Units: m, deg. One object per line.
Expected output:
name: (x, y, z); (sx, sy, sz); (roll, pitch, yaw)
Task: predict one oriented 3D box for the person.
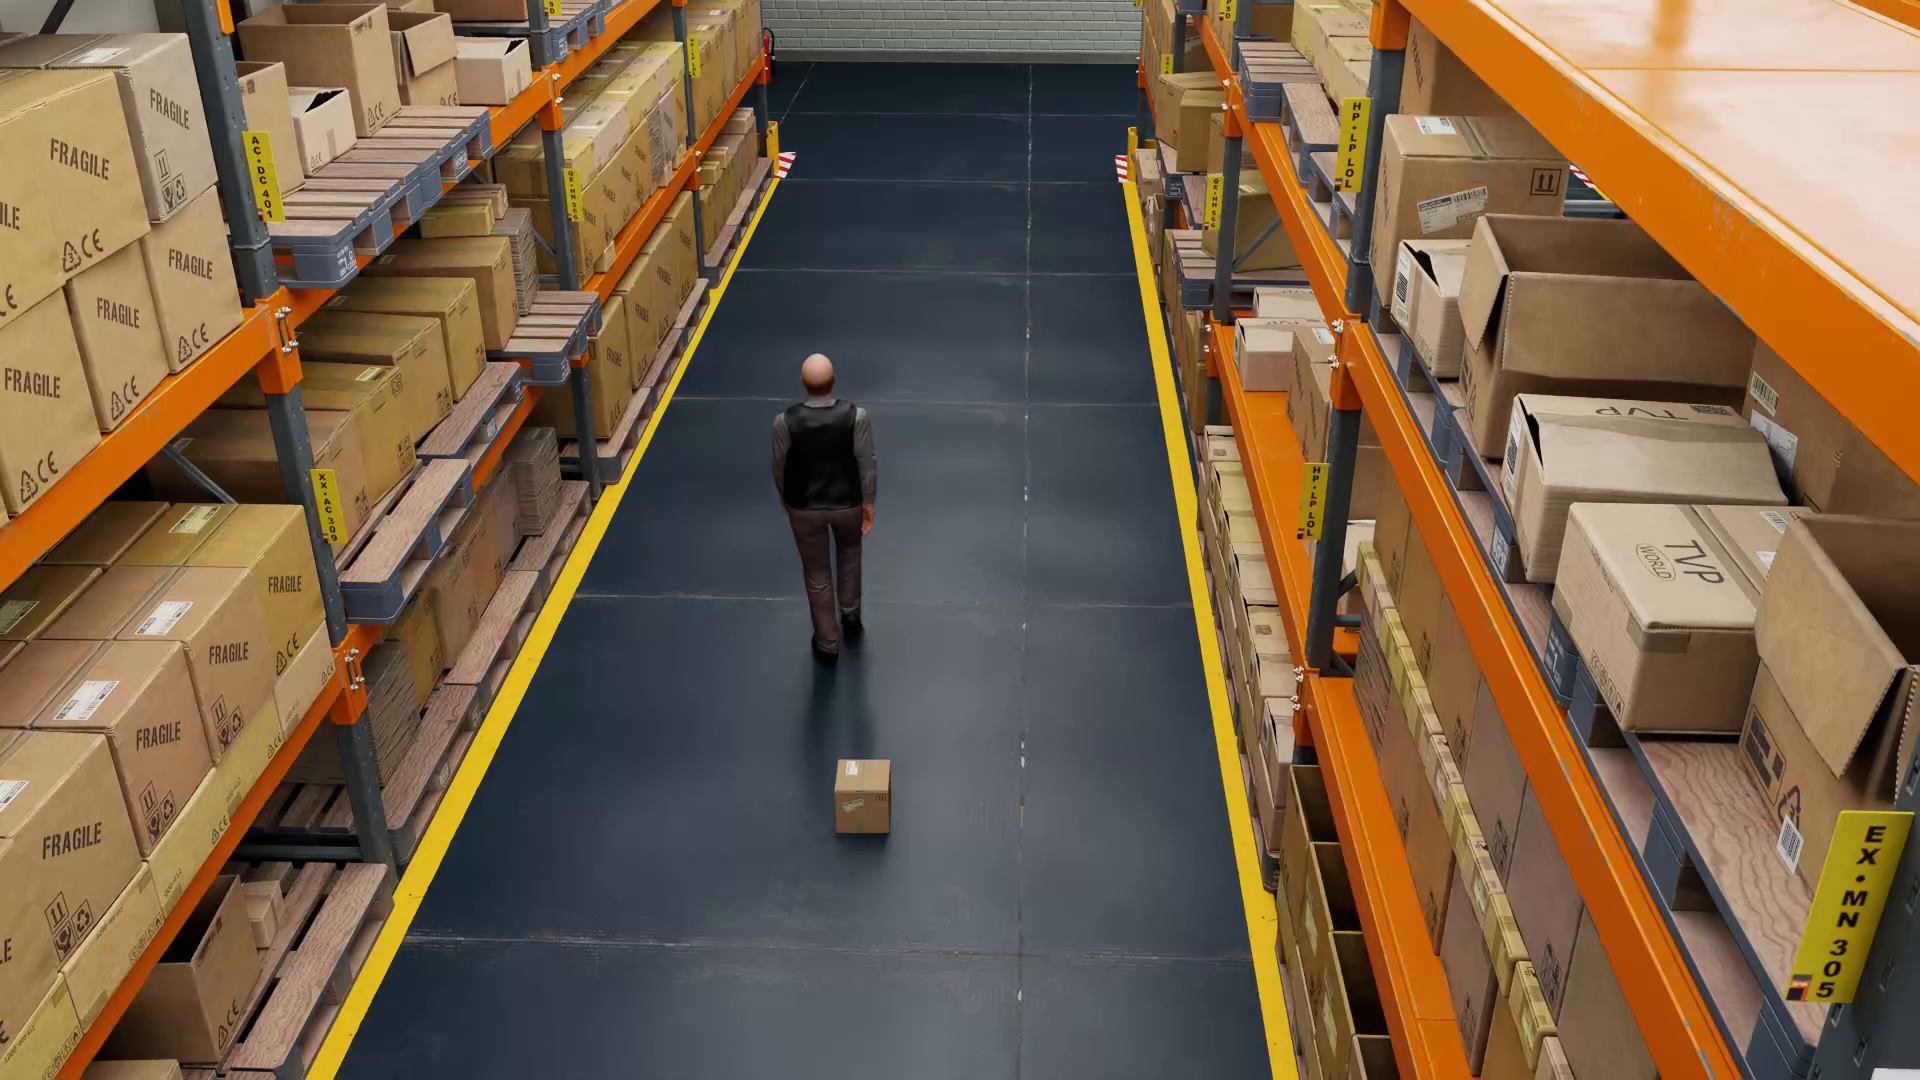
person: (-0.731, -0.169, 8.998); (0.550, 1.783, 0.592); (-6, 28, -11)
